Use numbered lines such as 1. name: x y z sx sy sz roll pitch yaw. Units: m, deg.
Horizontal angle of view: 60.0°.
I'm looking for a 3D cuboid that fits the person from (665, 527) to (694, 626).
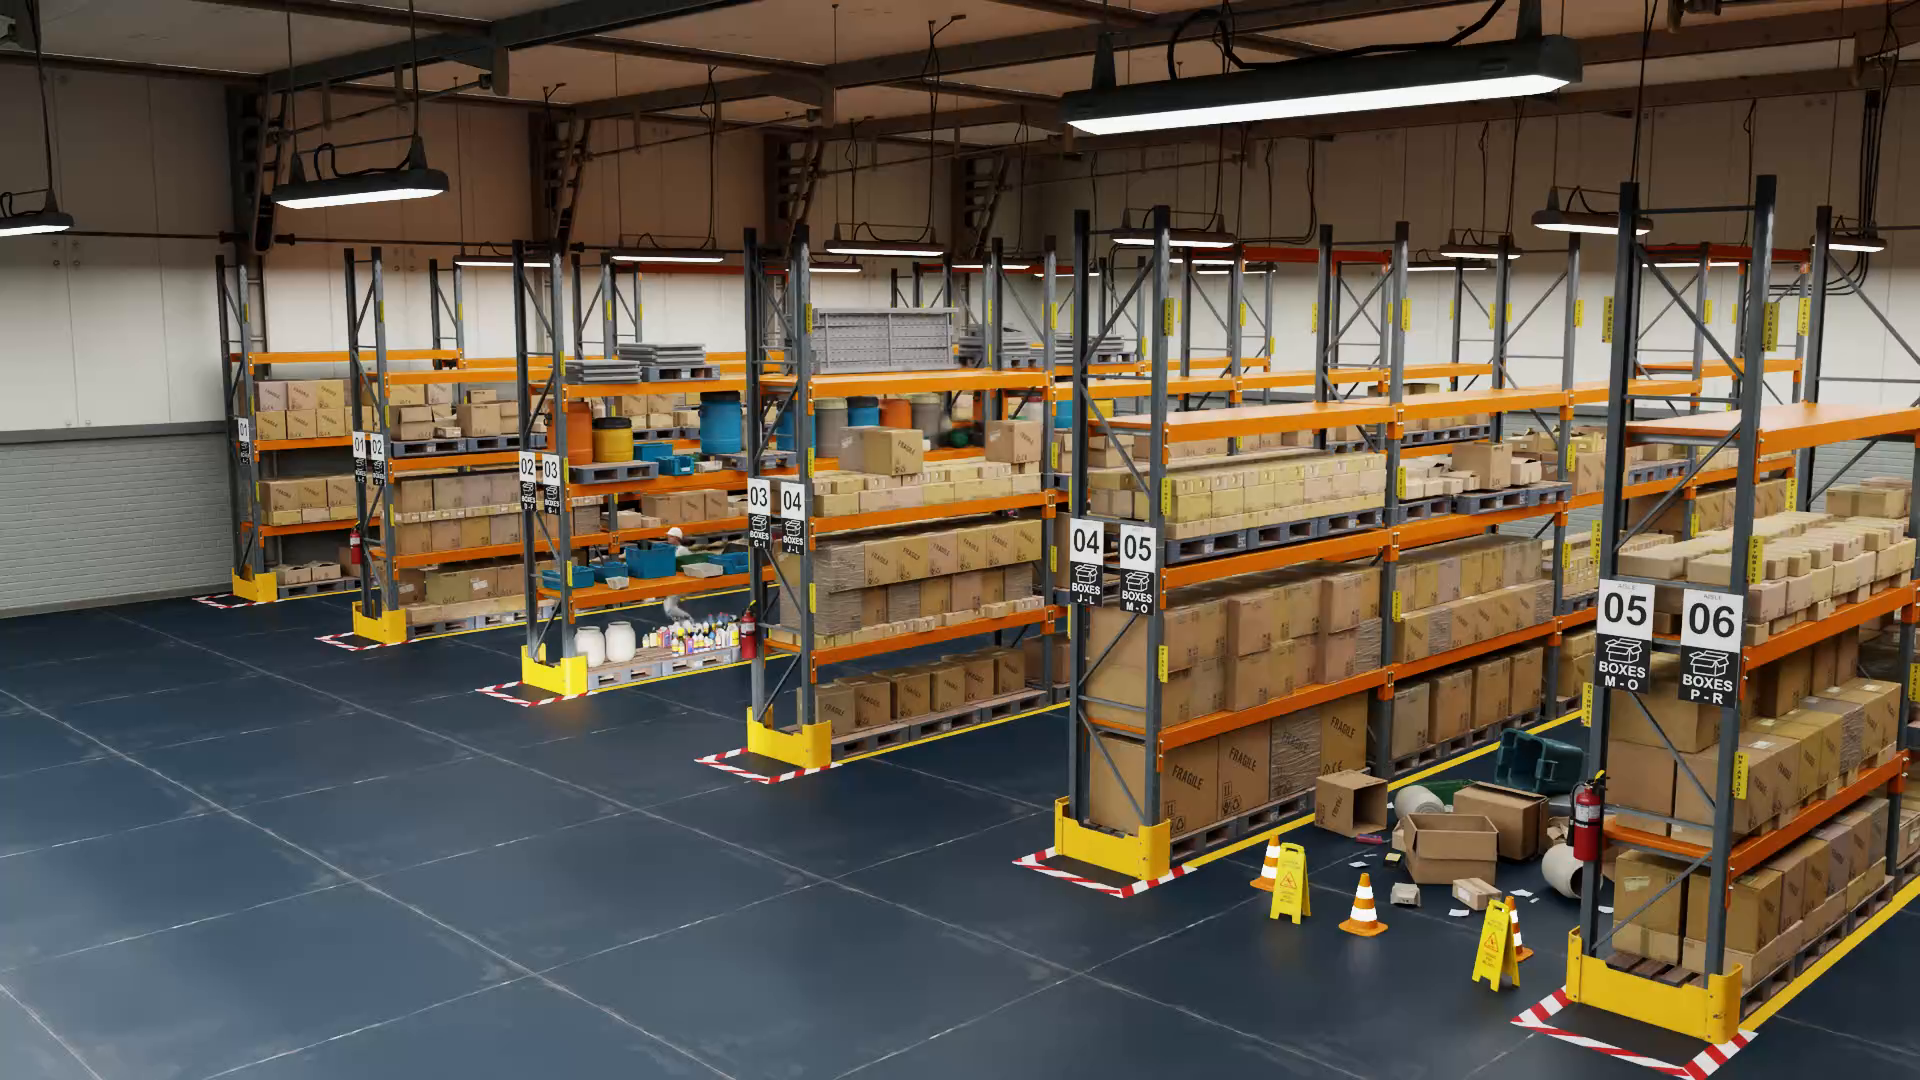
1. person: -4.439 0.669 25.685 0.564 1.726 0.635 -7 11 -42
